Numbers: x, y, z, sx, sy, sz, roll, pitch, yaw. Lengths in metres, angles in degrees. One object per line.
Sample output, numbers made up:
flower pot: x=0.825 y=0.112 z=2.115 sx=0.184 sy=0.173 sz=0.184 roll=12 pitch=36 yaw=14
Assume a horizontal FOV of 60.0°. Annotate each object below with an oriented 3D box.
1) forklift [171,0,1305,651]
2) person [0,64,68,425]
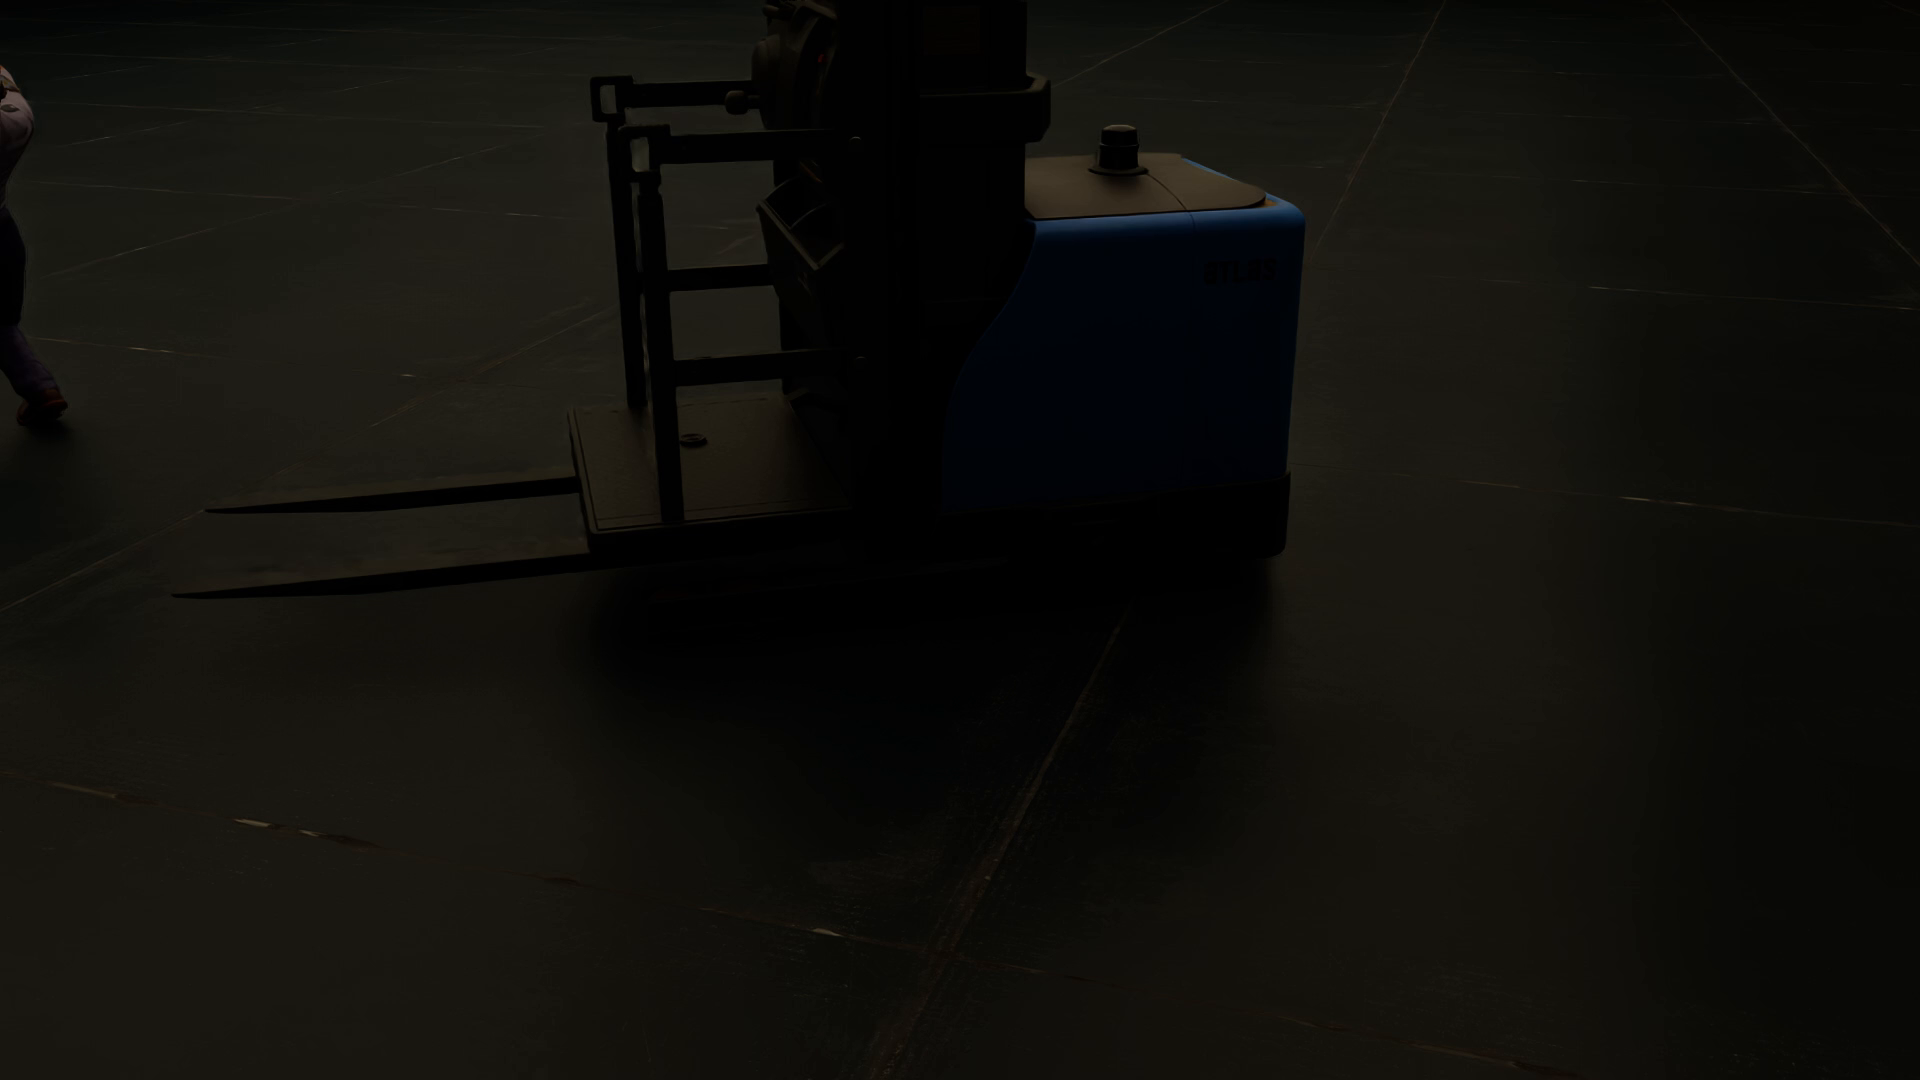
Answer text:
forklift: x=-0.621 y=-1.285 z=4.392 sx=3.031 sy=2.935 sz=1.130 roll=-6 pitch=23 yaw=-14
person: x=-3.627 y=-1.060 z=5.688 sx=0.758 sy=1.581 sz=0.996 roll=9 pitch=24 yaw=22
